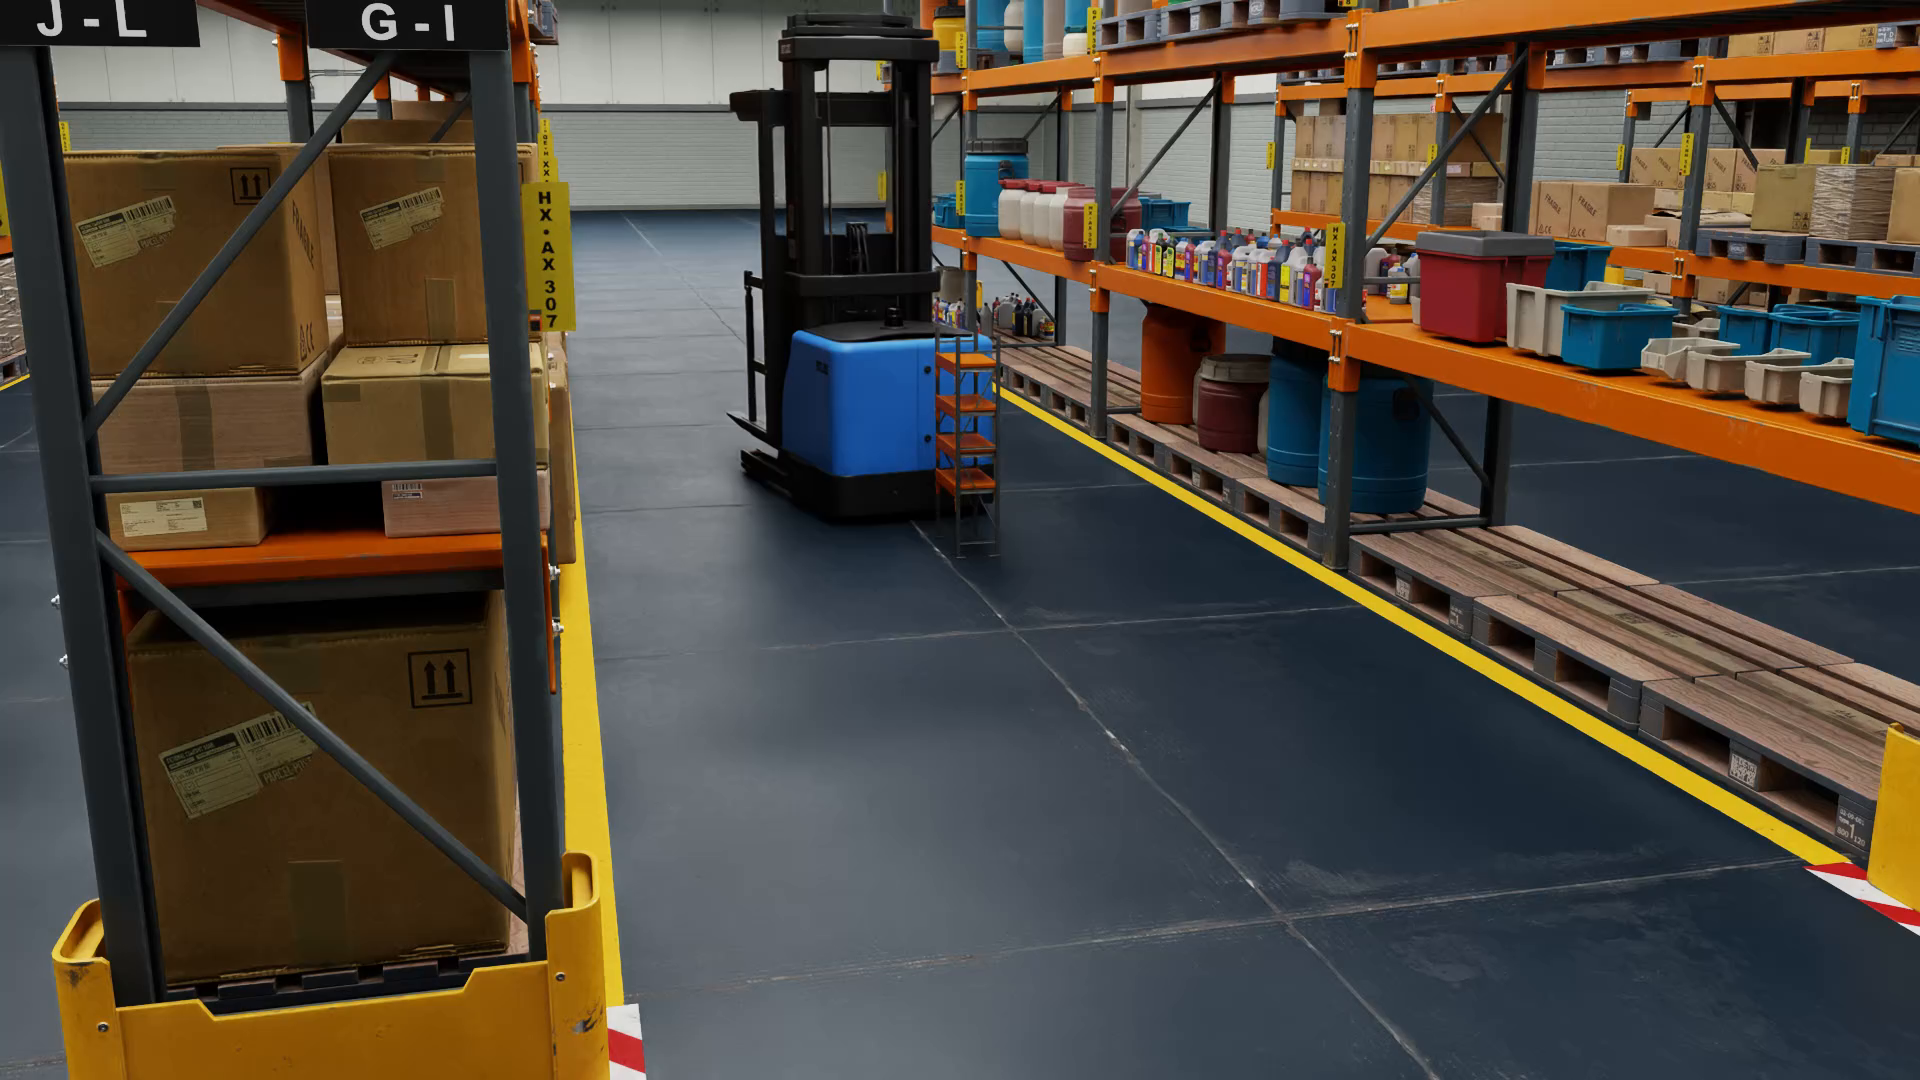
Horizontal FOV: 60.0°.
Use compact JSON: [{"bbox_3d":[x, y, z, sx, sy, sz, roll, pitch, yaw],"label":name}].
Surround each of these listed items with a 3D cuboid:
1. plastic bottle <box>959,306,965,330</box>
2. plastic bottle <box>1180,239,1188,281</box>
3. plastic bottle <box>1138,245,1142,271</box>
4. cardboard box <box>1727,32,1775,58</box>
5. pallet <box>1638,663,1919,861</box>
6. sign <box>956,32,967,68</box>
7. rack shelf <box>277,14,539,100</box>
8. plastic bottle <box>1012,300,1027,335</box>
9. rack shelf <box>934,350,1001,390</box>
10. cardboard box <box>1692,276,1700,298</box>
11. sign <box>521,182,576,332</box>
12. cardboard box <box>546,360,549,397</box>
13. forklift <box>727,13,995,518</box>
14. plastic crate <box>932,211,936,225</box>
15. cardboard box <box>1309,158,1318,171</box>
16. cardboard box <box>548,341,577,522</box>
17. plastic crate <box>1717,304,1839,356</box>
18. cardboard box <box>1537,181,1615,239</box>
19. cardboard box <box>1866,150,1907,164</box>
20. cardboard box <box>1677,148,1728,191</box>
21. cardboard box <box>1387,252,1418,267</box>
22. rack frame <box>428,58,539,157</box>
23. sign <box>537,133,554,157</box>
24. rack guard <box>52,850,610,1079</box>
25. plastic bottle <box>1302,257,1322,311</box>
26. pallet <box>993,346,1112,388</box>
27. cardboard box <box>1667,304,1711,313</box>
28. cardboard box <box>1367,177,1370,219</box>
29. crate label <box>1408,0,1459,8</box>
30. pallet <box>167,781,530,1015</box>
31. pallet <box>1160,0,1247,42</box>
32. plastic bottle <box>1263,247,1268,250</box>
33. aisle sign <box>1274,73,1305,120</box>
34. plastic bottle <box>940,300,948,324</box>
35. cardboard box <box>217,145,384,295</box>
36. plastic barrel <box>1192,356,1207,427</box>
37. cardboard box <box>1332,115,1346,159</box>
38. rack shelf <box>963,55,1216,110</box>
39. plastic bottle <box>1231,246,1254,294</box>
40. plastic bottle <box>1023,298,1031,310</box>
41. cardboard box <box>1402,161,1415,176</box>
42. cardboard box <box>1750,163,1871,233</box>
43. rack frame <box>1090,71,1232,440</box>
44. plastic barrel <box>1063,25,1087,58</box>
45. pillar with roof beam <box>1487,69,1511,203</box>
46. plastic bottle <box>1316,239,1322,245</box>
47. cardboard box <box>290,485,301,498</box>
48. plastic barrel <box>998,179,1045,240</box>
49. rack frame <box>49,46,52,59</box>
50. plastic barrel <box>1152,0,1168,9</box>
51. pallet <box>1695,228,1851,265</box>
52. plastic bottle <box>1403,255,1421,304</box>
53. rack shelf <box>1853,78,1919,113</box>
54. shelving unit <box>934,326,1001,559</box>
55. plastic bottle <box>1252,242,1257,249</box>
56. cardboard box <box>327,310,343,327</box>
[{"bbox_3d":[0.073,-2.282,17.103,0.144,0.351,0.185,-4,14,-16],"label":"plastic bottle"},{"bbox_3d":[1.494,-1.834,10.885,0.097,0.271,0.097,0,14,0],"label":"plastic bottle"},{"bbox_3d":[1.300,-1.991,11.674,0.097,0.201,0.097,0,14,0],"label":"plastic bottle"},{"bbox_3d":[6.440,-3.938,12.695,0.910,0.500,0.500,-3,14,-13],"label":"cardboard box"},{"bbox_3d":[3.212,0.752,5.905,1.003,0.211,1.213,-3,14,-13],"label":"pallet"},{"bbox_3d":[0.012,-4.612,15.645,0.100,0.325,0.005,-3,14,-13],"label":"sign"},{"bbox_3d":[-2.856,-2.626,9.051,1.077,0.370,4.000,-3,14,-13],"label":"rack shelf"},{"bbox_3d":[0.623,-2.307,17.204,0.144,0.351,0.185,-3,14,-13],"label":"plastic bottle"},{"bbox_3d":[0.039,-0.926,9.035,0.258,0.148,0.480,-3,14,-13],"label":"rack shelf"},{"bbox_3d":[9.449,-3.265,21.210,0.500,0.311,0.500,-2,14,-9],"label":"cardboard box"},{"bbox_3d":[-0.906,-0.623,3.665,0.100,0.325,0.005,-3,14,-13],"label":"sign"},{"bbox_3d":[-1.694,-0.587,6.037,0.380,0.149,0.250,-4,14,-14],"label":"cardboard box"},{"bbox_3d":[-0.832,-1.859,10.861,1.130,2.935,3.031,-6,15,-22],"label":"forklift"},{"bbox_3d":[-0.078,-3.411,17.624,0.530,0.136,0.437,-3,14,-13],"label":"plastic crate"},{"bbox_3d":[4.431,-4.519,20.028,0.380,0.149,0.250,-3,14,-13],"label":"cardboard box"},{"bbox_3d":[-2.766,-0.582,9.079,1.225,0.875,0.875,-4,14,-15],"label":"cardboard box"},{"bbox_3d":[3.250,-0.806,6.634,0.416,0.233,0.300,-3,14,-13],"label":"plastic crate"},{"bbox_3d":[5.771,-3.087,15.533,0.500,0.500,0.500,-3,14,-13],"label":"cardboard box"},{"bbox_3d":[10.272,-4.152,18.796,0.500,0.500,0.500,-4,14,-14],"label":"cardboard box"},{"bbox_3d":[9.282,-4.594,20.604,0.500,0.500,0.500,-4,14,-15],"label":"cardboard box"},{"bbox_3d":[4.938,-2.897,18.294,0.500,0.500,0.500,-3,14,-13],"label":"cardboard box"},{"bbox_3d":[-4.265,-2.903,14.988,1.000,3.000,0.127,-3,14,-13],"label":"rack frame"},{"bbox_3d":[-2.787,-2.574,11.203,0.100,0.325,0.005,-3,14,-13],"label":"sign"},{"bbox_3d":[-1.441,1.086,3.930,1.175,0.500,0.348,-3,14,-13],"label":"rack guard"},{"bbox_3d":[1.923,-1.400,9.084,0.061,0.283,0.133,-3,14,-13],"label":"plastic bottle"},{"bbox_3d":[0.772,-1.645,15.716,1.003,0.211,1.213,-3,14,-13],"label":"pallet"},{"bbox_3d":[6.336,-1.930,14.733,0.500,0.311,0.500,-4,14,-15],"label":"cardboard box"},{"bbox_3d":[4.889,-3.960,19.104,0.700,0.500,0.500,-3,14,-11],"label":"cardboard box"},{"bbox_3d":[2.263,-2.533,7.711,0.293,0.136,0.466,-3,14,-13],"label":"crate label"},{"bbox_3d":[-1.710,1.040,4.725,1.003,0.211,1.213,-3,14,-13],"label":"pallet"},{"bbox_3d":[1.880,-3.135,10.018,1.003,0.211,1.213,-3,14,-13],"label":"pallet"},{"bbox_3d":[1.848,-1.640,10.090,0.097,0.271,0.097,0,14,0],"label":"plastic bottle"},{"bbox_3d":[4.113,-5.638,20.705,0.394,0.787,0.004,-3,14,-13],"label":"aisle sign"},{"bbox_3d":[-0.163,-2.452,17.965,0.097,0.271,0.097,0,14,0],"label":"plastic bottle"},{"bbox_3d":[-2.287,-1.134,5.859,0.500,0.500,0.500,-4,14,-15],"label":"cardboard box"},{"bbox_3d":[1.840,-1.014,11.615,0.421,0.512,0.421,0,14,0],"label":"plastic barrel"},{"bbox_3d":[4.784,-4.698,19.390,0.700,0.500,0.500,-3,14,-13],"label":"cardboard box"},{"bbox_3d":[1.019,-3.825,13.958,1.077,0.370,4.000,-3,14,-13],"label":"rack shelf"},{"bbox_3d":[1.731,-1.631,10.044,0.152,0.276,0.135,-3,14,-13],"label":"plastic bottle"},{"bbox_3d":[0.719,-2.358,17.415,0.144,0.351,0.185,-4,14,-16],"label":"plastic bottle"},{"bbox_3d":[4.973,-3.986,17.844,0.380,0.149,0.250,-4,14,-15],"label":"cardboard box"},{"bbox_3d":[6.562,-2.645,12.836,0.700,0.500,0.500,-9,16,-32],"label":"cardboard box"},{"bbox_3d":[1.489,-2.256,12.341,1.000,3.000,0.127,-3,14,-13],"label":"rack frame"},{"bbox_3d":[0.964,-3.926,13.149,0.301,0.262,0.301,0,14,0],"label":"plastic barrel"},{"bbox_3d":[4.652,-8.599,25.663,9.100,9.000,0.400,-3,14,-13],"label":"pillar with roof beam"},{"bbox_3d":[2.283,-1.789,10.676,0.061,0.283,0.133,-3,14,-13],"label":"plastic bottle"},{"bbox_3d":[-1.971,-0.194,4.431,0.380,0.149,0.250,-3,14,-13],"label":"cardboard box"},{"bbox_3d":[0.561,-3.012,15.148,0.433,0.535,0.433,0,14,0],"label":"plastic barrel"},{"bbox_3d":[-10.049,-6.487,17.016,1.000,3.000,0.127,-3,14,-13],"label":"rack frame"},{"bbox_3d":[1.620,-3.995,11.347,0.600,0.830,0.708,-3,14,-13],"label":"plastic barrel"},{"bbox_3d":[6.532,-2.285,12.866,1.213,0.211,1.003,-3,14,-13],"label":"pallet"},{"bbox_3d":[2.604,-1.485,9.448,0.152,0.276,0.135,-3,14,-13],"label":"plastic bottle"},{"bbox_3d":[10.649,-4.377,16.219,1.077,0.370,4.000,-3,14,-13],"label":"rack shelf"},{"bbox_3d":[0.039,-0.545,9.128,0.258,1.200,0.503,-3,14,-13],"label":"shelving unit"},{"bbox_3d":[2.085,-1.987,11.657,0.097,0.201,0.097,0,14,0],"label":"plastic bottle"},{"bbox_3d":[-2.057,-0.537,4.996,0.500,0.250,0.500,-4,14,-15],"label":"cardboard box"}]
